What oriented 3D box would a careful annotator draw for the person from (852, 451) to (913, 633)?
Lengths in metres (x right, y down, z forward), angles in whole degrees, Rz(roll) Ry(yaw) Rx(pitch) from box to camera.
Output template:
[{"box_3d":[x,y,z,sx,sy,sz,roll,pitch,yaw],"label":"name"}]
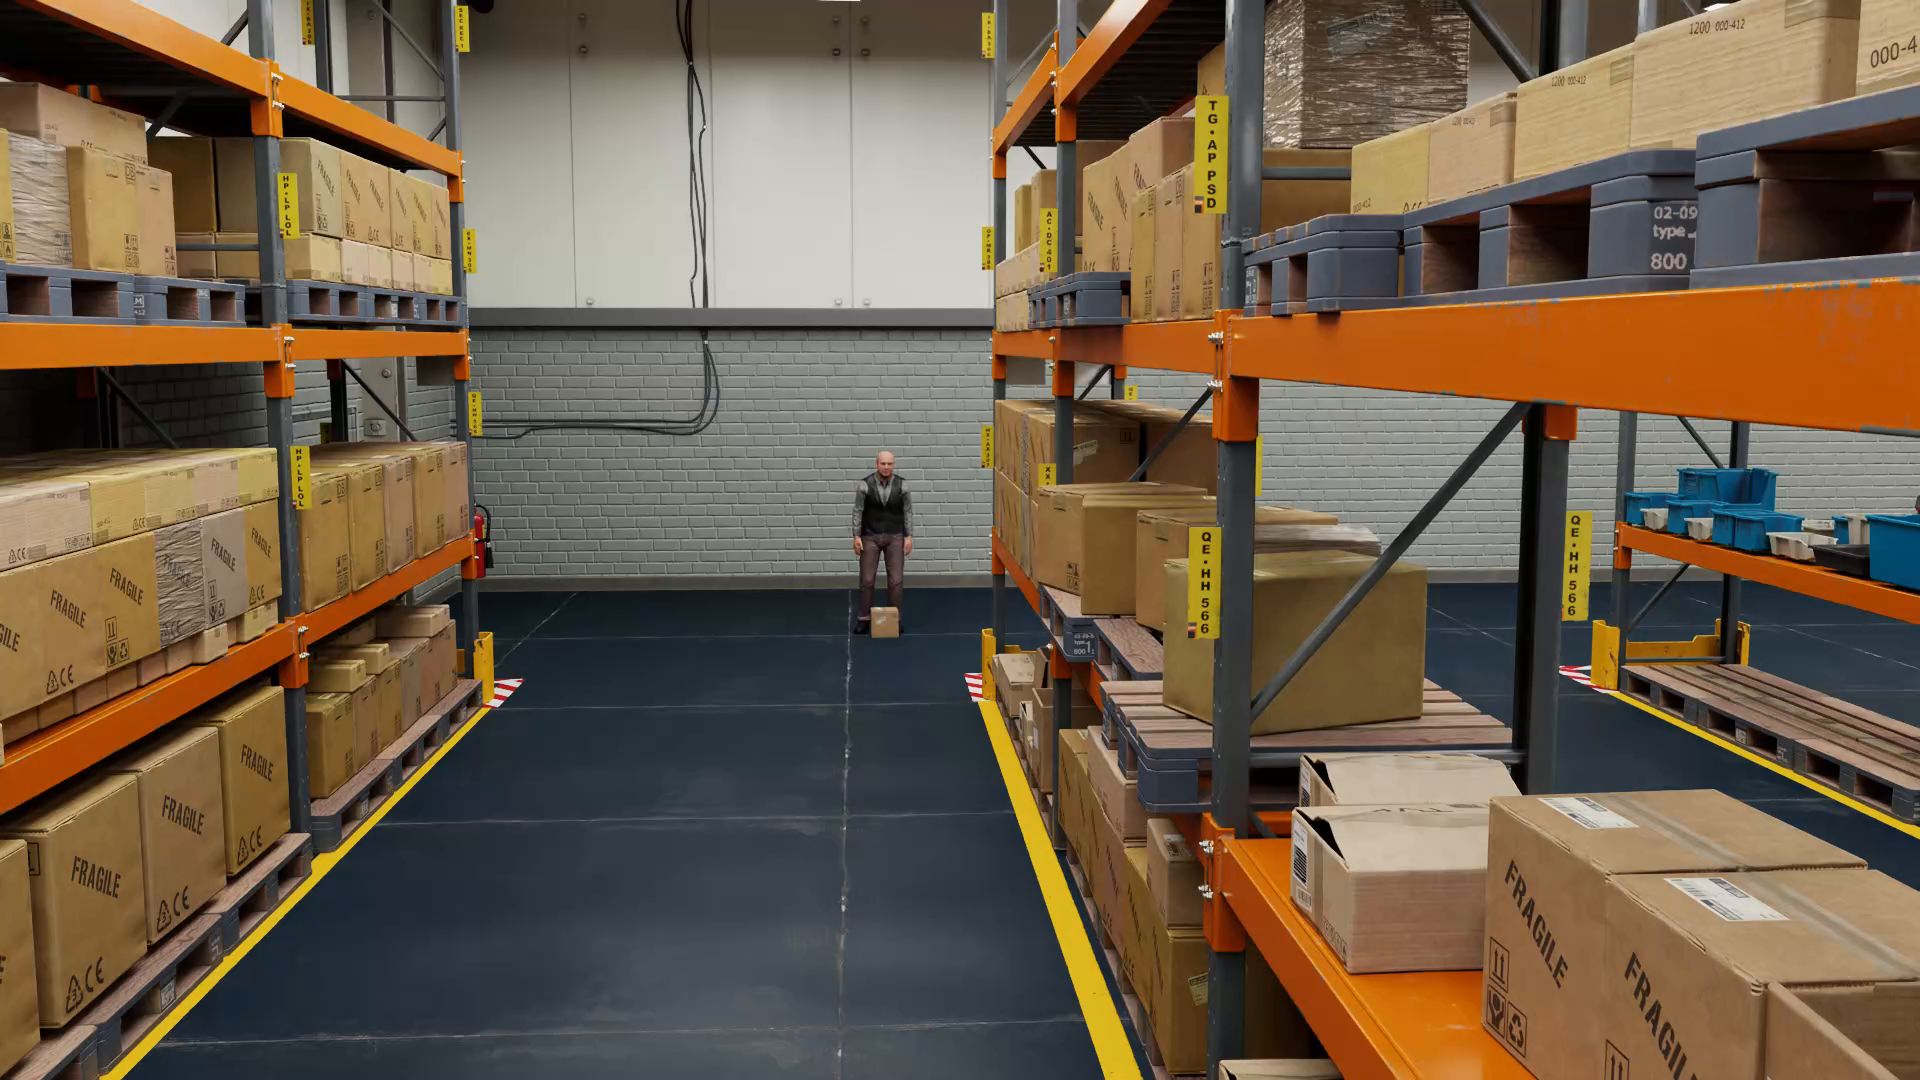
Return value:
[{"box_3d":[-0.732,0.010,15.769,0.583,1.719,0.424,-1,7,-7],"label":"person"}]
